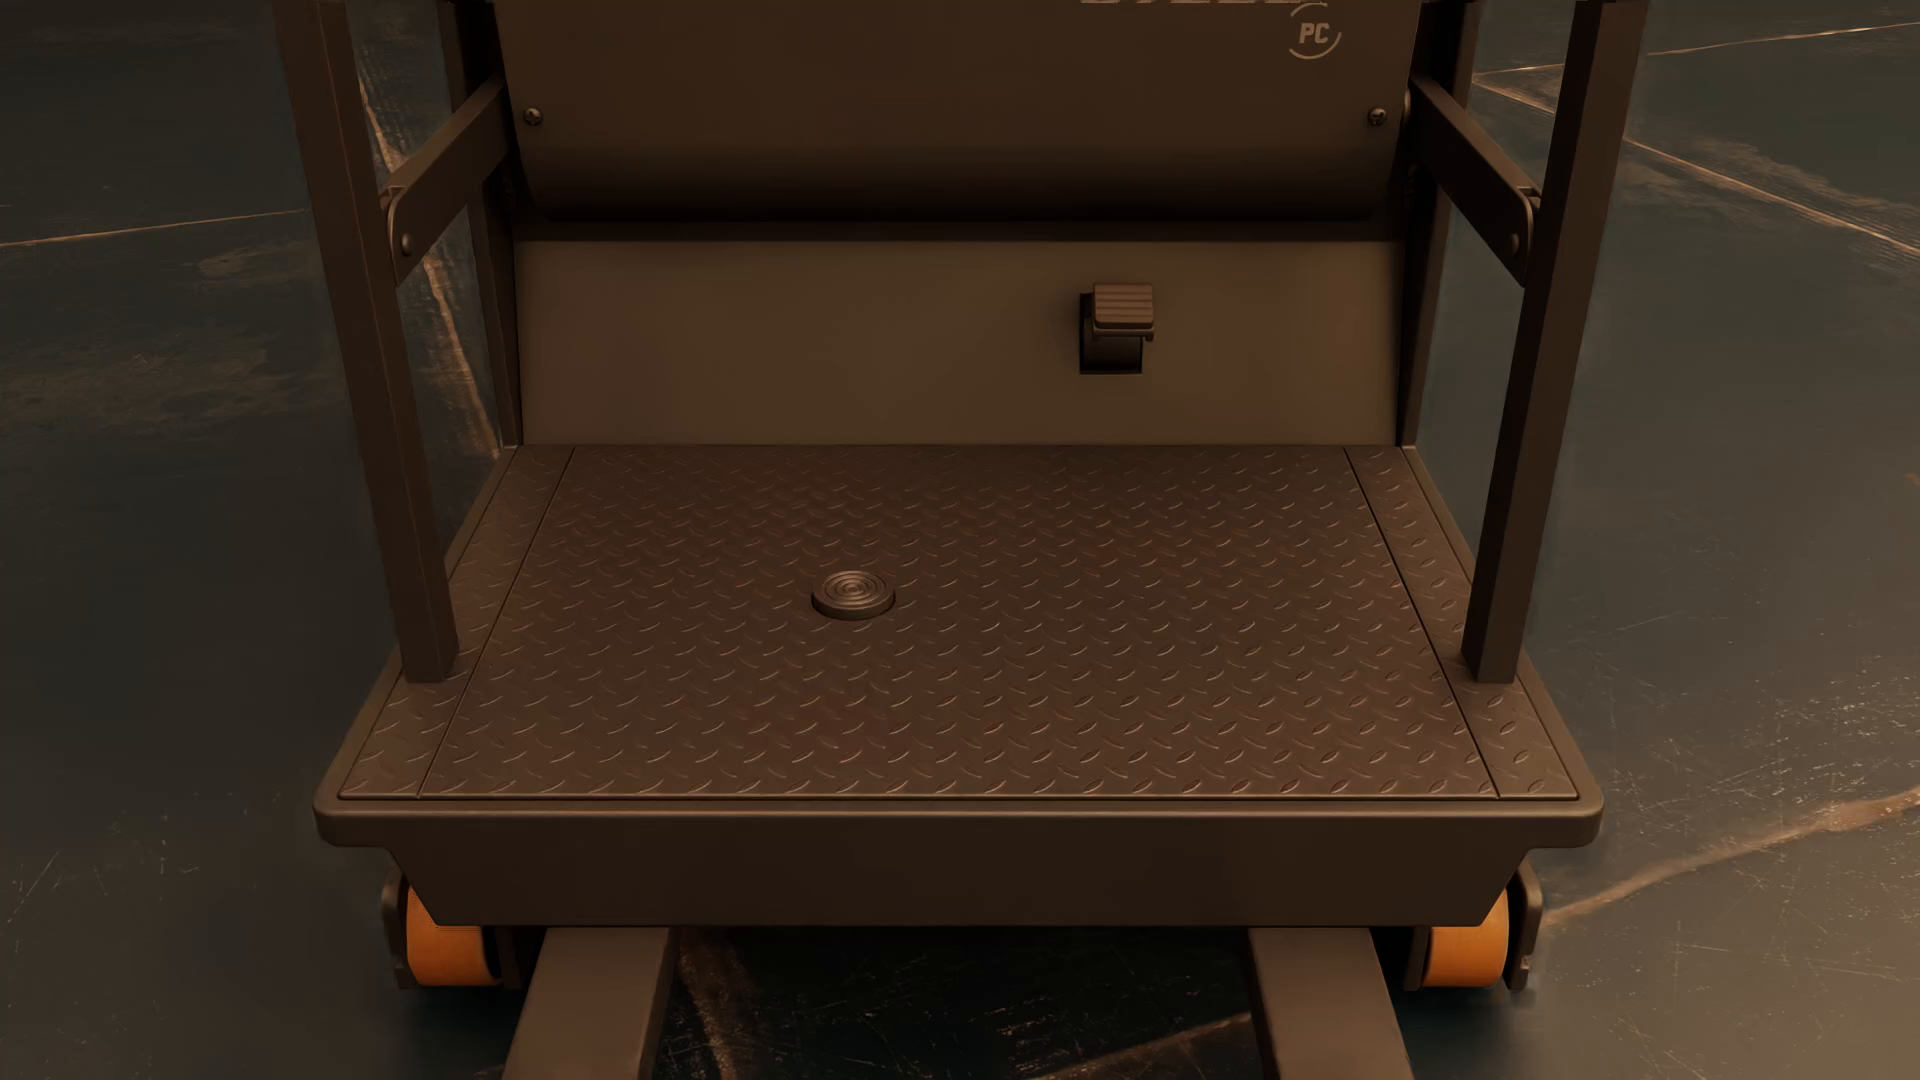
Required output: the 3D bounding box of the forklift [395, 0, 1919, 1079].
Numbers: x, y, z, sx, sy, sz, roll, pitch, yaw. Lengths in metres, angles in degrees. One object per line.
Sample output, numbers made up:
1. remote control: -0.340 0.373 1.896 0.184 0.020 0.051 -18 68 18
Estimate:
1. forklift: 0.338 -1.020 1.330 1.130 2.935 3.031 -17 34 -28
